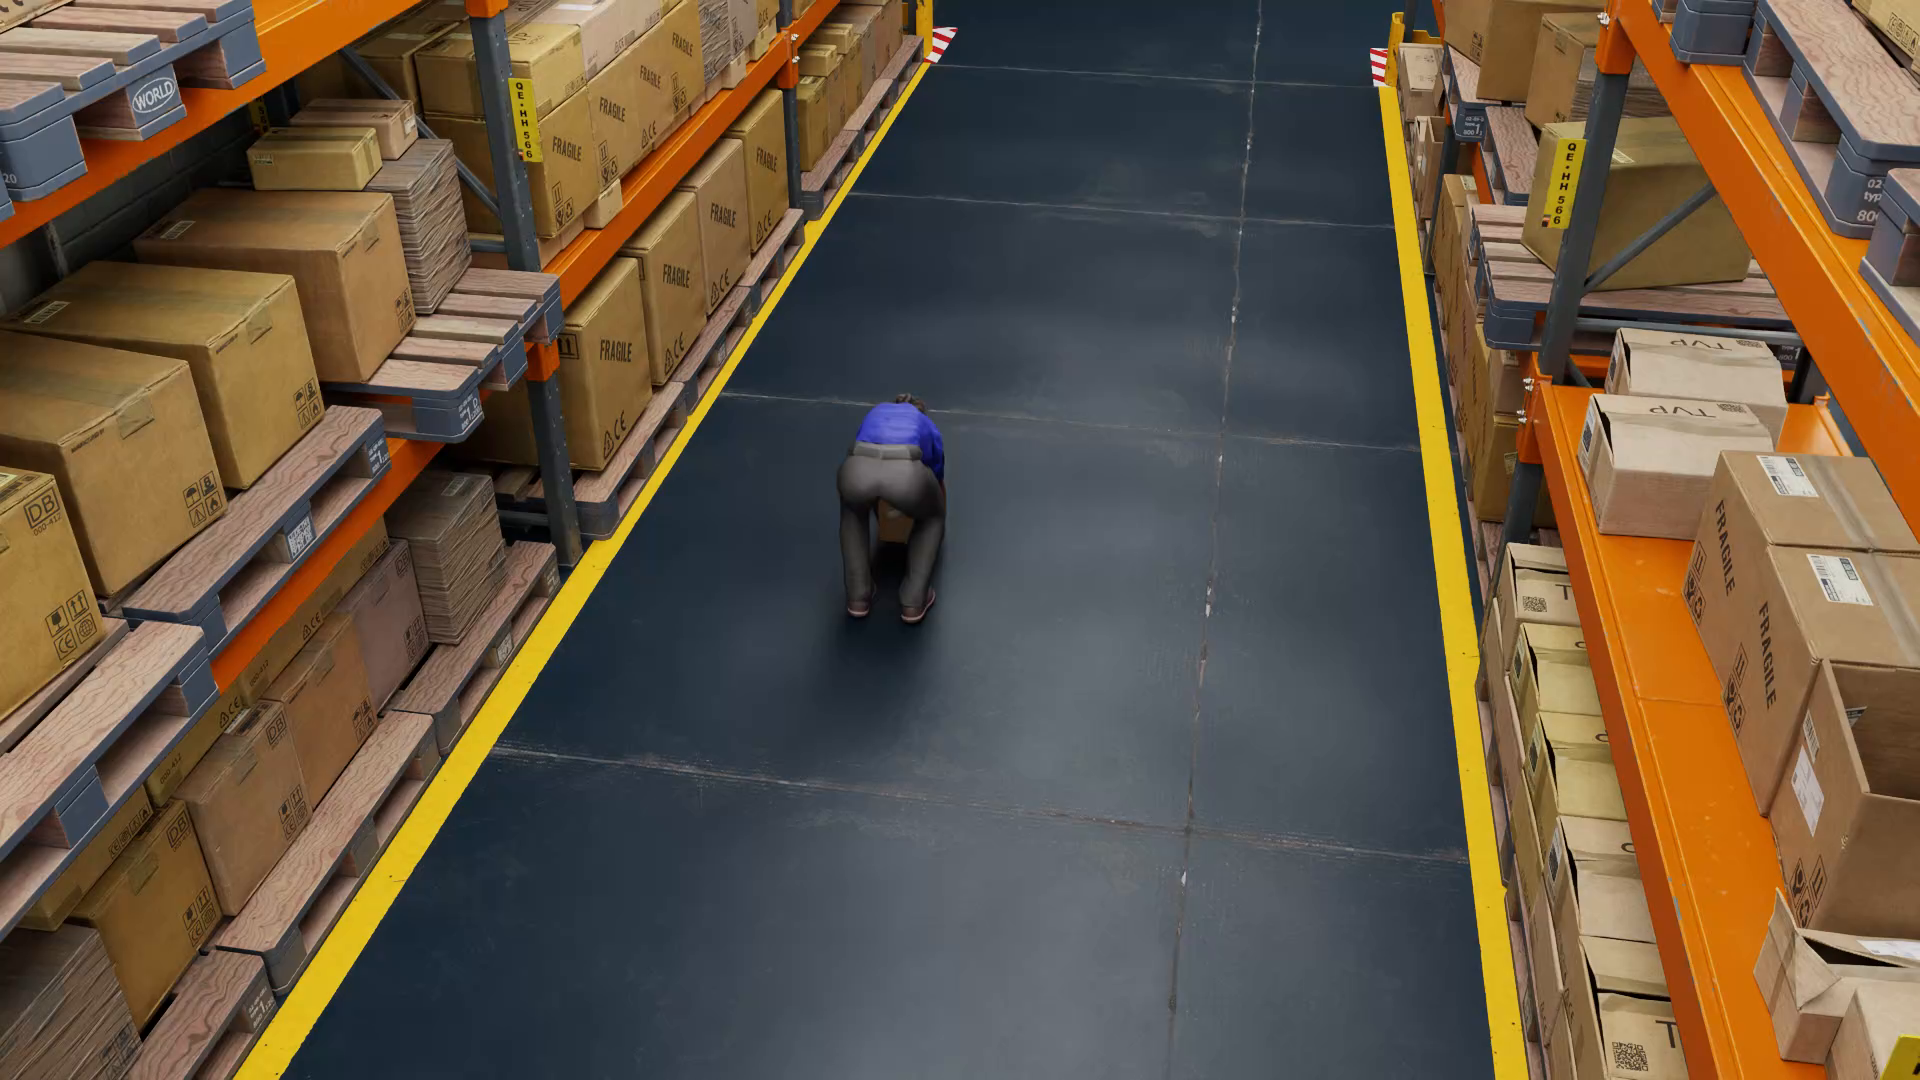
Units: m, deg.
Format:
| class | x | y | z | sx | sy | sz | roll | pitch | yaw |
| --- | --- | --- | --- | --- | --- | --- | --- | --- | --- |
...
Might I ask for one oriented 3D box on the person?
| class | x | y | z | sx | sy | sz | roll | pitch | yaw |
| --- | --- | --- | --- | --- | --- | --- | --- | --- | --- |
| person | -0.283 | -0.184 | 7.145 | 0.461 | 0.891 | 0.868 | 4 | 33 | 6 |
